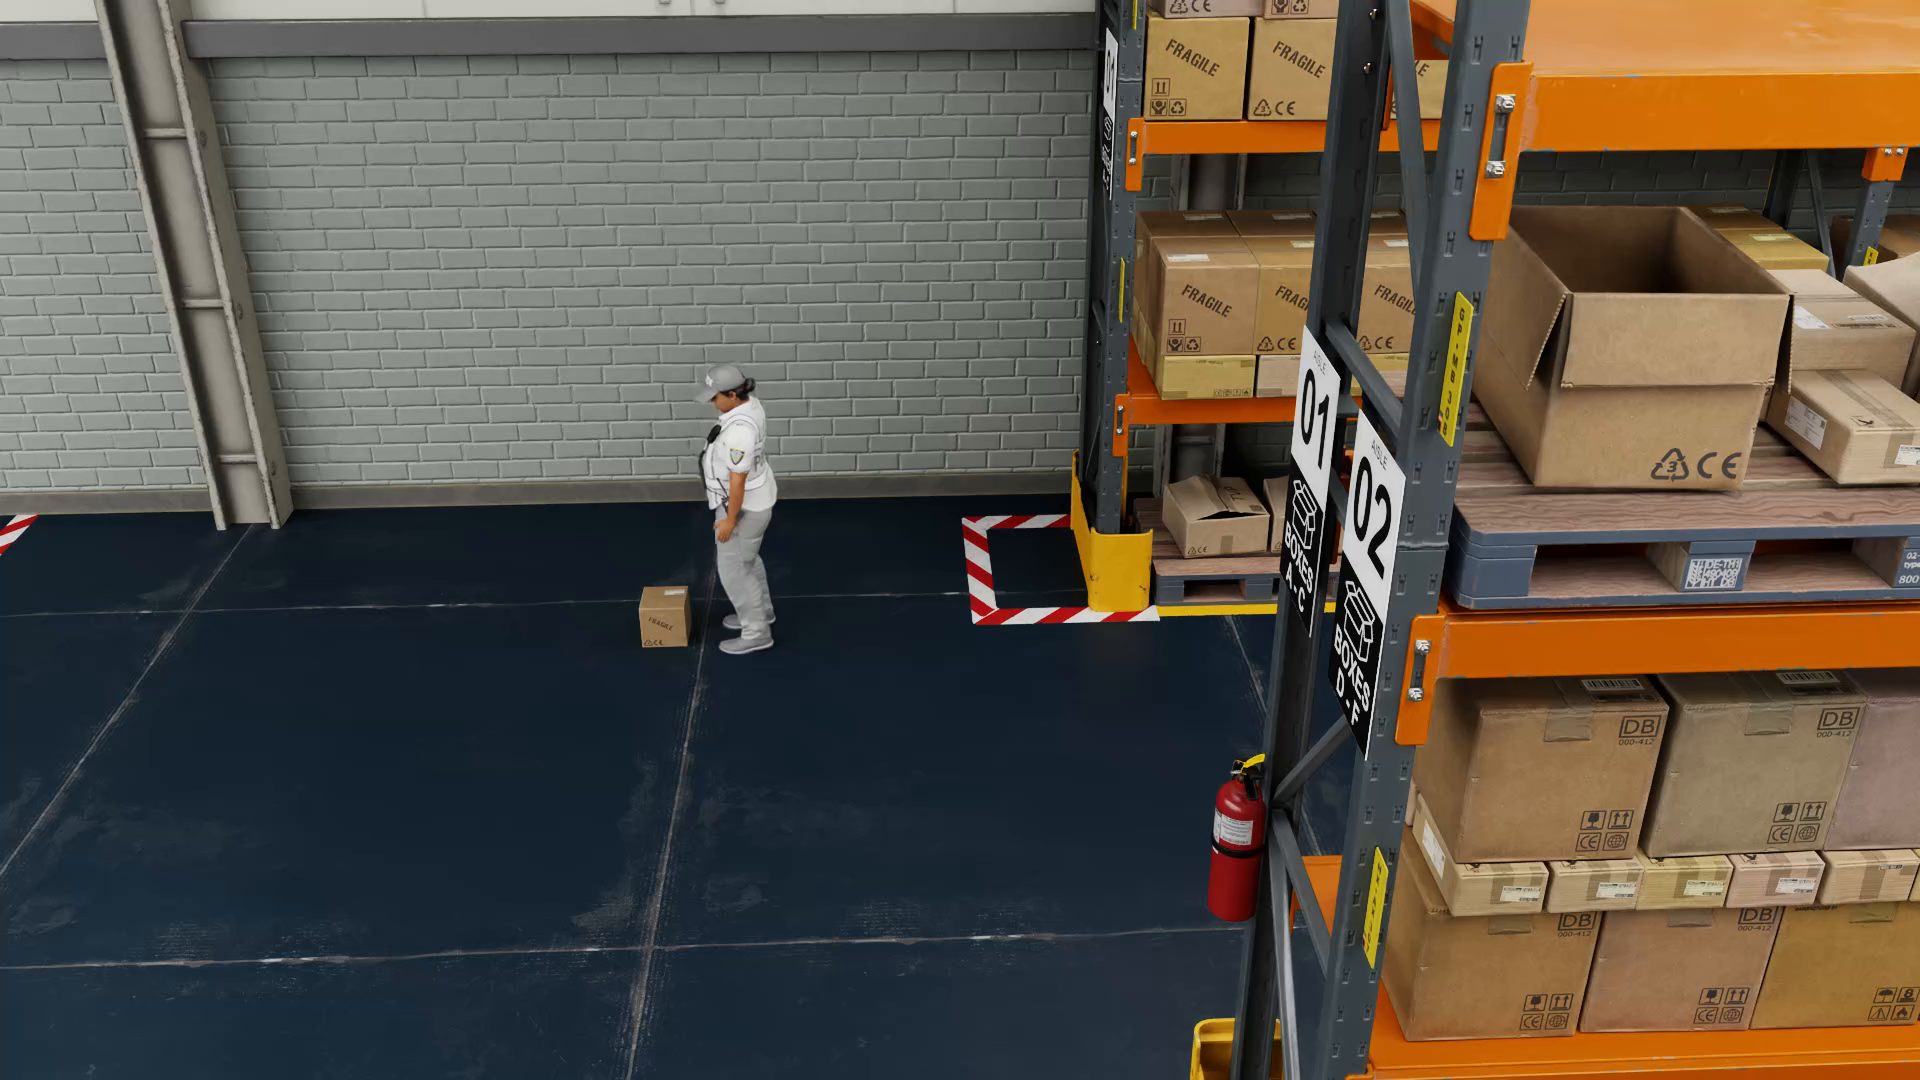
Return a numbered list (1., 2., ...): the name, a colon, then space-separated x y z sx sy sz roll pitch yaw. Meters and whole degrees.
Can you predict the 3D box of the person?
1. person: -1.185 -0.175 8.974 0.394 1.653 0.476 -1 28 -2
